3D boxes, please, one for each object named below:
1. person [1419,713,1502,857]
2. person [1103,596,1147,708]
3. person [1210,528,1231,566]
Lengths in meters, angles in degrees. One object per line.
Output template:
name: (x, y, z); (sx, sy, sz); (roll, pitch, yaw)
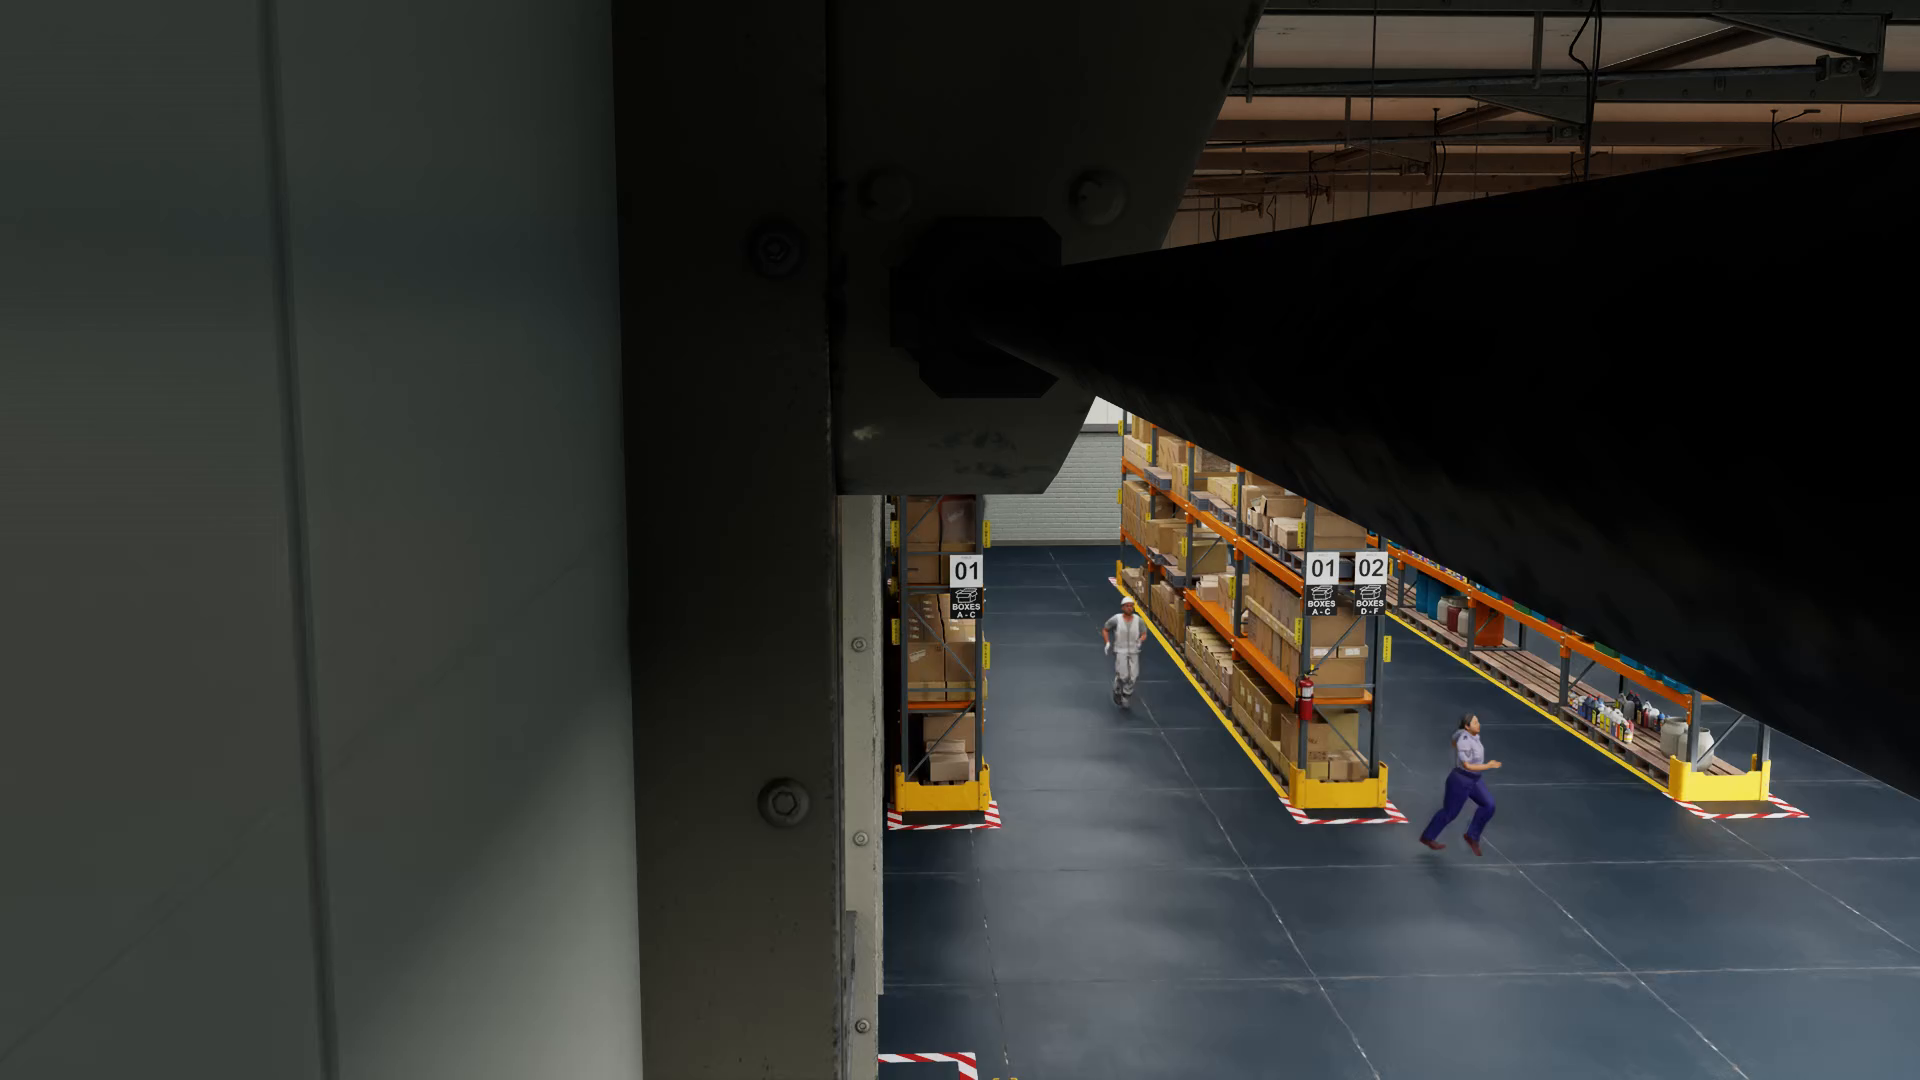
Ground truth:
person: (5.686, 2.758, 18.778); (0.854, 1.657, 0.611); (5, 10, 32)
person: (2.541, 1.733, 25.318); (0.664, 1.739, 0.603); (-1, 9, -8)
person: (5.685, 0.150, 36.447); (0.651, 1.678, 0.735); (-7, 11, -39)
